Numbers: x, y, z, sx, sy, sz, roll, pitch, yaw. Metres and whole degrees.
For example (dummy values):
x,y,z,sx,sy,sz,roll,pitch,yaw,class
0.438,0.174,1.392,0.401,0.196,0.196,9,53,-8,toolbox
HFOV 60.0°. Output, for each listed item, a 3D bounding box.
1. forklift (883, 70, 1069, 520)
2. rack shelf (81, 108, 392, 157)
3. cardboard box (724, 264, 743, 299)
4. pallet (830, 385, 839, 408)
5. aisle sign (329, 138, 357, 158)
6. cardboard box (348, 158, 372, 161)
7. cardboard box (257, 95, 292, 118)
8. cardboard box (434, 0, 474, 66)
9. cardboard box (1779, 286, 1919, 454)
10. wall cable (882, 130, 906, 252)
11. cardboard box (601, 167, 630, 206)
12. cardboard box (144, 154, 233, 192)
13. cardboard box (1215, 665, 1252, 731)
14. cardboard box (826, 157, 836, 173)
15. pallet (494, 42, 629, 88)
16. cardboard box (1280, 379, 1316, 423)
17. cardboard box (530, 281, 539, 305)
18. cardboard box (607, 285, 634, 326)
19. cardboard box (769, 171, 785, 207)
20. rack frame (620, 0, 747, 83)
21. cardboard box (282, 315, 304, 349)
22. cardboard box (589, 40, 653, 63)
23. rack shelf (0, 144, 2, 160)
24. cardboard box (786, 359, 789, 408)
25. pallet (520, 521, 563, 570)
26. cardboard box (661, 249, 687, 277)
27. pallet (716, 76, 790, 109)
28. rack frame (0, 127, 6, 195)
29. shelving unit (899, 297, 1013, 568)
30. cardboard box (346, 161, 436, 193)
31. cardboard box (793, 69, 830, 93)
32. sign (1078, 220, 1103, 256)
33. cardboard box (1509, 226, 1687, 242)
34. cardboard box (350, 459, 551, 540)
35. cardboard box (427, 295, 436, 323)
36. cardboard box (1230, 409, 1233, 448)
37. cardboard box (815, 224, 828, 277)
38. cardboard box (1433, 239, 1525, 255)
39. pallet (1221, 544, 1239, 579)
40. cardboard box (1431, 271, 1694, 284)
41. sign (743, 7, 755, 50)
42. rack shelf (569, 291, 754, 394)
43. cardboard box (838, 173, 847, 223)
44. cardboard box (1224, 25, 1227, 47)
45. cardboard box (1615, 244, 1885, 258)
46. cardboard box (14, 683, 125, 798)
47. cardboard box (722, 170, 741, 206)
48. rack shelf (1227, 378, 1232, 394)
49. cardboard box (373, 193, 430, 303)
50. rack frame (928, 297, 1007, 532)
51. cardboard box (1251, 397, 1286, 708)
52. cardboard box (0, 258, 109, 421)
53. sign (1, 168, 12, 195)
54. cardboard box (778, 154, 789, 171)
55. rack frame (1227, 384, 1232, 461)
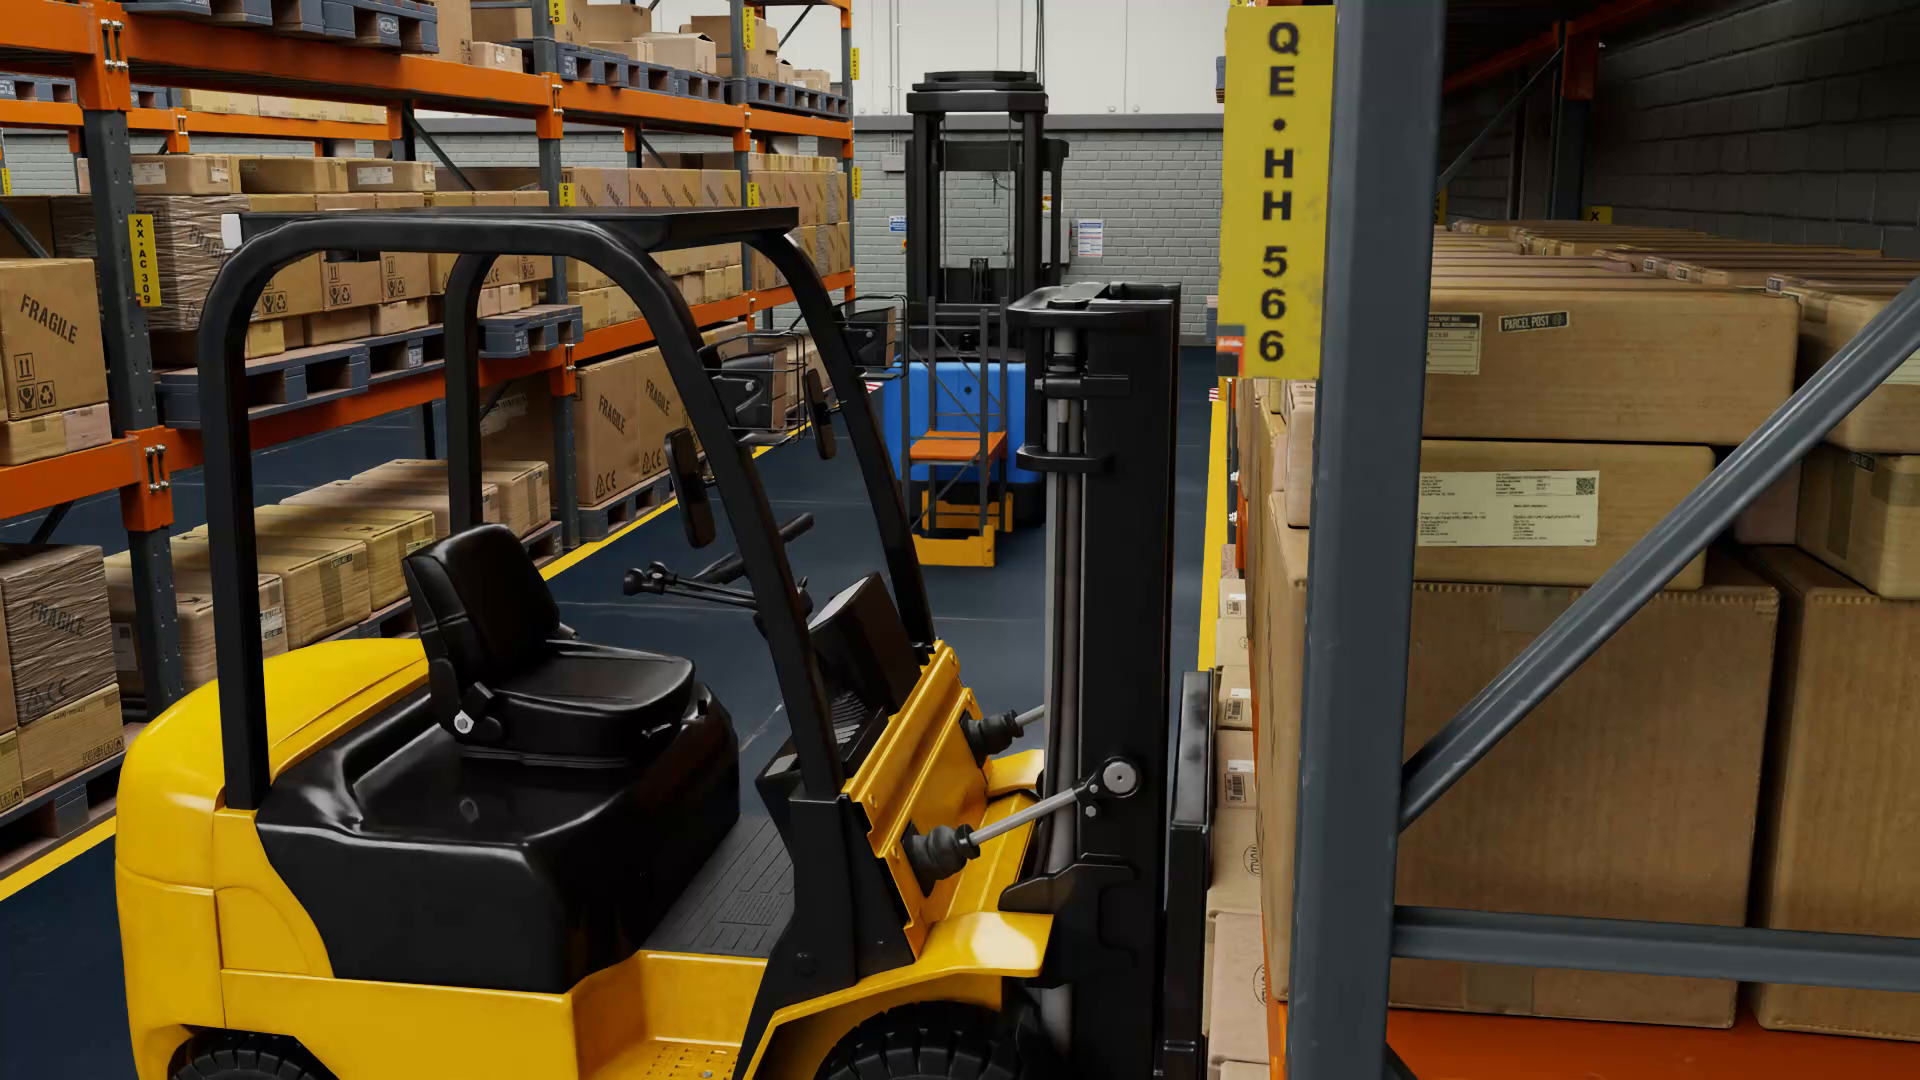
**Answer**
x,y,z,sx,sy,sz,roll,pitch,yaw,class
0.197,-1.823,11.994,1.130,2.935,3.031,2,12,8,forklift
-6.841,-3.933,16.208,1.077,0.370,4.000,2,12,9,rack shelf
-2.062,-2.087,13.415,0.500,0.250,0.500,2,12,7,cardboard box
-1.672,-1.563,17.244,1.003,0.211,1.213,2,12,9,pallet
-6.818,-4.530,18.222,0.394,0.787,0.004,2,12,9,aisle sign
-6.436,-3.708,17.264,0.500,0.500,0.500,1,12,7,cardboard box
-6.649,-4.095,15.609,0.500,0.250,0.500,2,12,11,cardboard box
-3.013,-2.748,8.766,0.700,0.500,0.500,2,12,9,cardboard box
1.081,-0.178,1.718,0.380,0.149,0.250,2,12,8,cardboard box
-0.782,-4.781,23.074,0.585,1.953,0.123,2,12,9,wall cable
-2.473,-2.165,10.811,0.500,0.500,0.500,2,12,9,cardboard box
-6.838,-3.171,14.769,0.500,0.500,0.500,2,12,10,cardboard box
0.895,0.514,4.145,0.500,0.250,0.500,2,12,11,cardboard box
-1.456,-3.758,16.662,0.380,0.149,0.250,2,12,8,cardboard box
-2.810,-2.939,10.340,1.213,0.211,1.003,2,12,11,pallet
0.749,-0.266,2.830,0.380,0.149,0.250,1,12,7,cardboard box
-2.675,-1.436,9.637,0.380,0.149,0.250,2,12,11,cardboard box
-2.472,-1.557,10.956,0.500,0.250,0.500,2,12,7,cardboard box
-1.845,-2.996,14.665,0.500,0.500,0.500,2,12,8,cardboard box
-2.242,-5.195,13.238,1.000,3.000,0.127,2,12,9,rack frame
-3.060,-0.897,7.136,0.380,0.149,0.250,3,12,12,cardboard box
-2.384,-3.421,11.685,0.380,0.166,0.250,3,13,13,cardboard box
-11.726,-4.114,17.052,1.077,0.370,4.000,2,12,9,rack shelf
-2.039,-1.342,14.686,0.875,0.438,0.875,2,12,8,cardboard box
-2.979,0.096,9.546,1.003,0.211,1.213,2,12,9,pallet
-2.274,-2.014,11.888,0.500,0.250,0.500,2,12,10,cardboard box
-2.106,-3.855,14.352,1.003,0.211,1.213,2,12,9,pallet
-11.419,-3.416,19.224,1.000,3.000,0.127,2,12,9,rack frame
-0.019,-0.692,10.144,0.587,1.500,1.083,2,12,8,shelving unit
-2.830,-1.796,8.229,0.380,0.149,0.250,1,12,6,cardboard box
-1.607,-4.645,16.931,0.500,0.250,0.500,1,12,3,cardboard box
1.791,-4.152,22.863,0.329,0.494,0.001,2,12,9,sign
1.599,-0.711,4.191,0.380,0.149,0.250,2,12,8,cardboard box
-2.954,-0.233,9.695,0.950,0.372,0.625,1,12,5,cardboard box
-2.877,-1.166,8.383,0.380,0.149,0.250,2,12,9,cardboard box
2.367,-0.992,12.913,0.500,0.500,0.500,2,12,11,cardboard box
-1.601,-2.823,16.237,0.500,0.500,0.500,2,12,10,cardboard box
0.895,-0.516,3.286,0.380,0.149,0.250,2,12,9,cardboard box
1.883,0.264,8.768,1.003,0.211,1.213,2,12,9,pallet
0.672,-0.249,2.047,0.380,0.149,0.250,2,12,9,cardboard box
-1.704,-4.120,13.394,0.100,0.325,0.005,2,12,9,sign
-2.549,-1.494,12.014,1.077,0.370,4.000,2,12,9,rack shelf
-1.465,-3.524,17.116,0.500,0.500,0.500,2,12,11,cardboard box
2.184,-3.797,12.529,0.380,0.149,0.250,2,12,10,cardboard box
1.387,-0.445,2.957,0.380,0.149,0.250,2,12,7,cardboard box
-3.297,0.674,5.777,0.500,0.250,0.500,2,12,11,cardboard box
-2.062,-2.699,13.285,0.500,0.500,0.500,2,12,10,cardboard box
2.356,-1.334,11.271,1.077,0.370,4.000,2,12,9,rack shelf
-2.882,-1.399,7.924,0.500,0.500,0.500,1,12,6,cardboard box
0.049,-0.796,10.628,0.500,1.500,0.032,2,12,8,rack frame
0.802,0.022,3.035,0.500,0.500,0.500,2,12,8,cardboard box
-3.295,-0.691,5.634,0.500,0.500,0.500,2,12,7,cardboard box
-10.885,-4.077,18.982,0.100,0.325,0.005,2,12,9,sign
-1.747,-3.387,14.938,0.380,0.149,0.250,2,12,7,cardboard box
2.663,-2.102,13.127,1.000,3.000,0.127,2,12,9,rack frame
